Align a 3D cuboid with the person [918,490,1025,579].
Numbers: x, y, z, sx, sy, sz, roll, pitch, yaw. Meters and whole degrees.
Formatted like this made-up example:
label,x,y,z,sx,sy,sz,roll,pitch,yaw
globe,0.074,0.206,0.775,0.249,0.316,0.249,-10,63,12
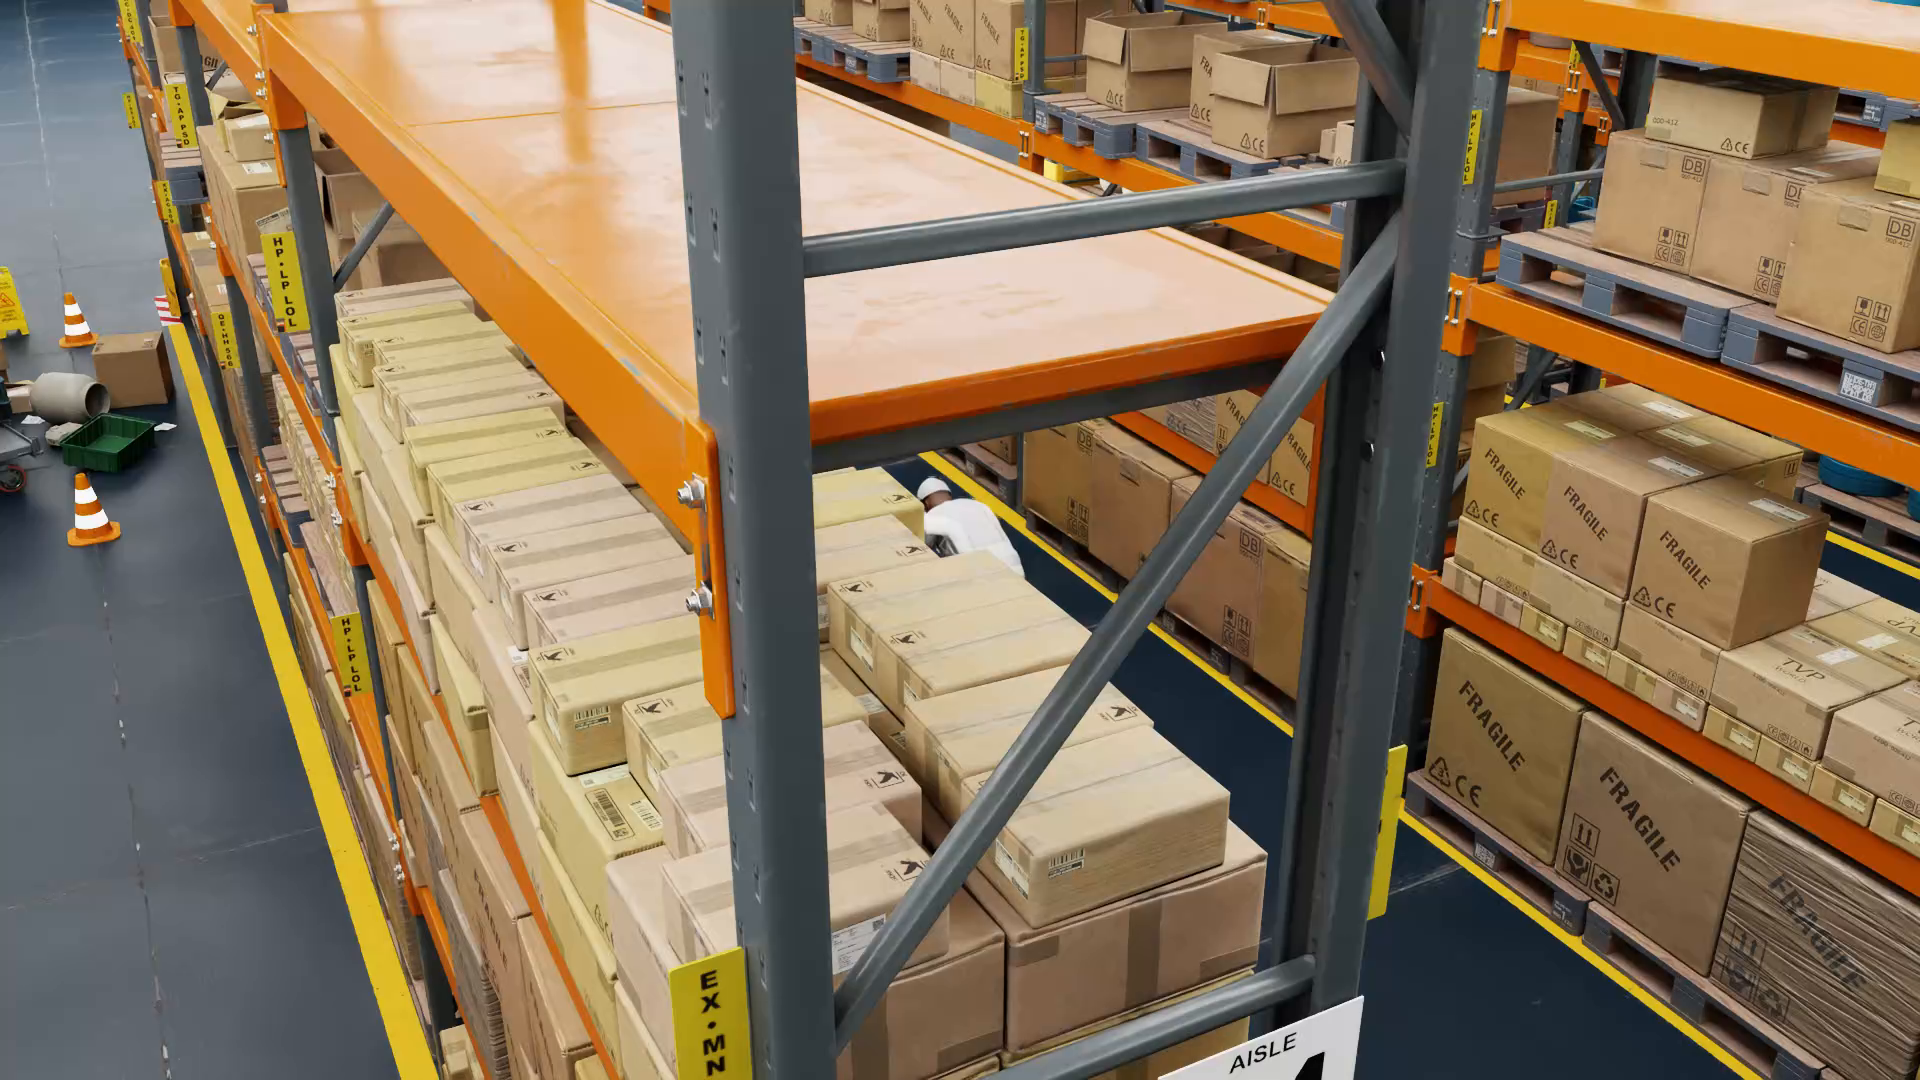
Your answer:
label,x,y,z,sx,sy,sz,roll,pitch,yaw
person,0.012,0.220,10.424,0.566,0.874,0.947,-13,28,-25
